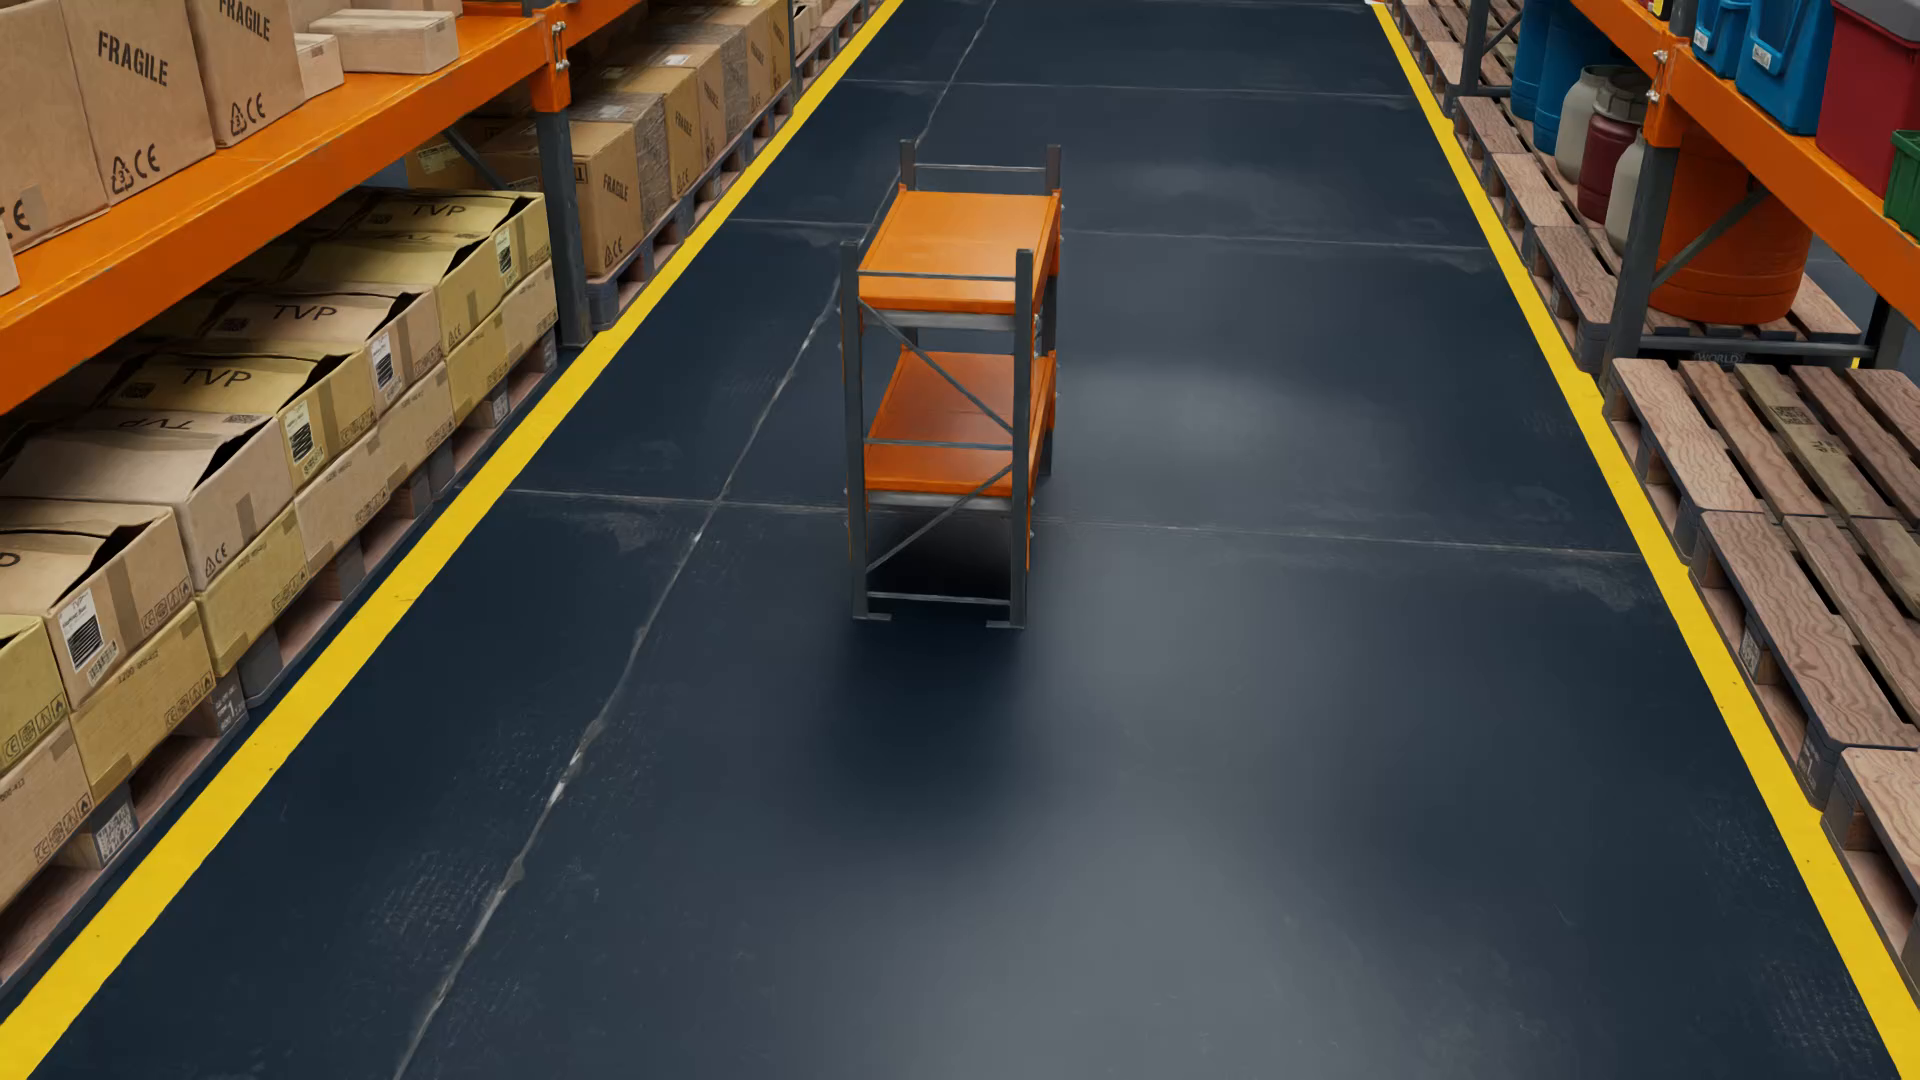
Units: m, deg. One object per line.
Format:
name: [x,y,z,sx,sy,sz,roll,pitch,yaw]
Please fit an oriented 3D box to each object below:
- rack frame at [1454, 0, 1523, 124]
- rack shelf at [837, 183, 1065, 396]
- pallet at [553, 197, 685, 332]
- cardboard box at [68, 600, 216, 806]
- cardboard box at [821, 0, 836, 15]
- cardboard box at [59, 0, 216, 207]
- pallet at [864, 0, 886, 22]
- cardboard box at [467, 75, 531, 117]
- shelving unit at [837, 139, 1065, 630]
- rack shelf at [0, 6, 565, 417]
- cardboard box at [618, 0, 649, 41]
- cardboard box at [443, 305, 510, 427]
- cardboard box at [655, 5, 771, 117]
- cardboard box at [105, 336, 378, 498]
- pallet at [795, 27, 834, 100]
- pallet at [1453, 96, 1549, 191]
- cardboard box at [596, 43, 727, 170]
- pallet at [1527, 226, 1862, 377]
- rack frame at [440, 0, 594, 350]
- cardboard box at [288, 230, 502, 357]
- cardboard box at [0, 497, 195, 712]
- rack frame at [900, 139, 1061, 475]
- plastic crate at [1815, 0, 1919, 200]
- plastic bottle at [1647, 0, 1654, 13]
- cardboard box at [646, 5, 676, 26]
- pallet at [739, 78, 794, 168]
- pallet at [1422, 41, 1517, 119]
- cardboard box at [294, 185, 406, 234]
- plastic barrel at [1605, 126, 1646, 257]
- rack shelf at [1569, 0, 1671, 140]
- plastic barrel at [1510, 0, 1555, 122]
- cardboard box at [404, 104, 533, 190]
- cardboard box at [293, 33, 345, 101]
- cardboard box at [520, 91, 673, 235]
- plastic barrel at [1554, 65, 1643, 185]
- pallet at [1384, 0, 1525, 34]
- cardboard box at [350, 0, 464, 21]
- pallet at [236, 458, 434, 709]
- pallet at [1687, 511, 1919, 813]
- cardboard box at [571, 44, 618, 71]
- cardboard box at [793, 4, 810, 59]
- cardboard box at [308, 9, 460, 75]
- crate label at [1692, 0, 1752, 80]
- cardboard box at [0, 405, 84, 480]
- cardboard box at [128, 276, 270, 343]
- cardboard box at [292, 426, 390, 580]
rack frame: [3.409,-3.733,9.017,1.000,3.000,0.127,3,28,6]
rack shelf: [0.001,-0.756,4.850,0.538,0.278,1.000,3,28,6]
pallet: [-1.867,-1.261,7.369,1.003,0.211,1.213,3,28,6]
cardboard box: [-2.127,0.353,3.889,0.500,0.250,0.500,4,29,7]
cardboard box: [-1.281,-4.002,11.684,0.797,0.503,0.637,3,28,6]
cardboard box: [-2.250,-1.145,4.108,0.500,0.500,0.500,3,28,6]
pallet: [-1.122,-4.267,12.948,1.003,0.211,1.213,3,28,6]
cardboard box: [-2.112,-2.044,7.262,0.500,0.250,0.500,4,29,8]
shelving unit: [0.001,-0.498,4.989,0.538,1.125,1.048,3,28,6]
rack shelf: [-2.241,-0.882,4.482,1.077,0.370,4.000,3,28,6]
cardboard box: [-1.930,-2.762,8.595,0.500,0.250,0.500,3,29,6]
cardboard box: [-1.878,-0.610,5.675,0.500,0.250,0.500,3,28,6]
cardboard box: [-1.351,-2.635,9.150,0.500,0.500,0.500,3,29,6]
cardboard box: [-2.001,-0.382,4.662,0.500,0.311,0.500,4,29,8]
pallet: [-1.421,-3.118,10.816,1.003,0.211,1.213,3,28,6]
pallet: [3.274,-2.145,9.008,1.003,0.211,1.213,3,28,6]
cardboard box: [-1.473,-2.159,8.267,0.500,0.500,0.500,2,28,4]
pallet: [2.975,-0.996,6.876,1.003,0.211,1.213,3,28,6]
rack frame: [-1.996,-2.140,6.059,1.000,3.000,0.127,3,28,6]
cardboard box: [-1.873,-0.855,5.540,0.500,0.311,0.500,3,28,5]
cardboard box: [-2.122,0.106,3.755,0.500,0.311,0.500,3,28,6]
rack frame: [0.063,-0.738,5.433,0.500,1.125,0.032,3,28,6]
plastic crate: [2.418,-1.136,4.128,0.402,0.464,0.583,3,28,6]
plastic bottle: [2.578,-2.031,6.067,0.097,0.201,0.097,0,28,0]
cardboard box: [-1.862,-2.651,9.179,0.500,0.500,0.500,4,29,7]
pallet: [-1.568,-2.410,9.501,1.003,0.211,1.213,3,28,6]
pallet: [3.461,-2.854,10.325,1.003,0.211,1.213,3,28,6]
cardboard box: [-2.352,-1.132,6.053,0.500,0.311,0.500,4,29,8]
plastic barrel: [2.943,-1.442,6.945,0.421,0.512,0.421,0,28,0]
rack shelf: [3.164,-2.475,7.440,1.077,0.370,4.000,3,28,6]
plastic barrel: [3.326,-2.739,8.941,0.600,0.901,0.708,3,28,6]
cardboard box: [-2.115,-1.687,7.390,0.500,0.500,0.500,4,29,8]
cardboard box: [-2.097,-1.426,4.999,0.380,0.149,0.250,5,29,10]
cardboard box: [-1.598,-1.677,7.373,0.500,0.500,0.500,2,28,4]
plastic barrel: [3.081,-1.974,7.931,0.421,0.512,0.421,0,28,0]
pallet: [3.760,-4.002,12.457,1.003,0.211,1.213,3,28,6]
cardboard box: [-2.084,-1.932,5.767,0.500,0.311,0.500,5,29,9]
pallet: [-2.288,0.046,4.943,1.003,0.211,1.213,3,28,6]
pallet: [2.634,0.312,4.447,1.003,0.211,1.213,3,28,6]
cardboard box: [-1.993,-2.178,8.302,0.500,0.500,0.500,2,28,4]
cardboard box: [-1.240,-3.218,10.431,0.500,0.311,0.500,3,28,6]
cardboard box: [-1.832,-1.590,5.303,0.380,0.149,0.250,3,28,6]
crate label: [2.496,-1.600,5.234,0.303,0.233,0.416,3,28,6]
cardboard box: [-2.600,-0.166,4.260,0.500,0.311,0.500,3,28,6]
cardboard box: [-2.473,-0.644,5.148,0.500,0.311,0.500,3,28,5]
cardboard box: [-2.003,-0.131,4.786,0.500,0.250,0.500,4,29,7]
